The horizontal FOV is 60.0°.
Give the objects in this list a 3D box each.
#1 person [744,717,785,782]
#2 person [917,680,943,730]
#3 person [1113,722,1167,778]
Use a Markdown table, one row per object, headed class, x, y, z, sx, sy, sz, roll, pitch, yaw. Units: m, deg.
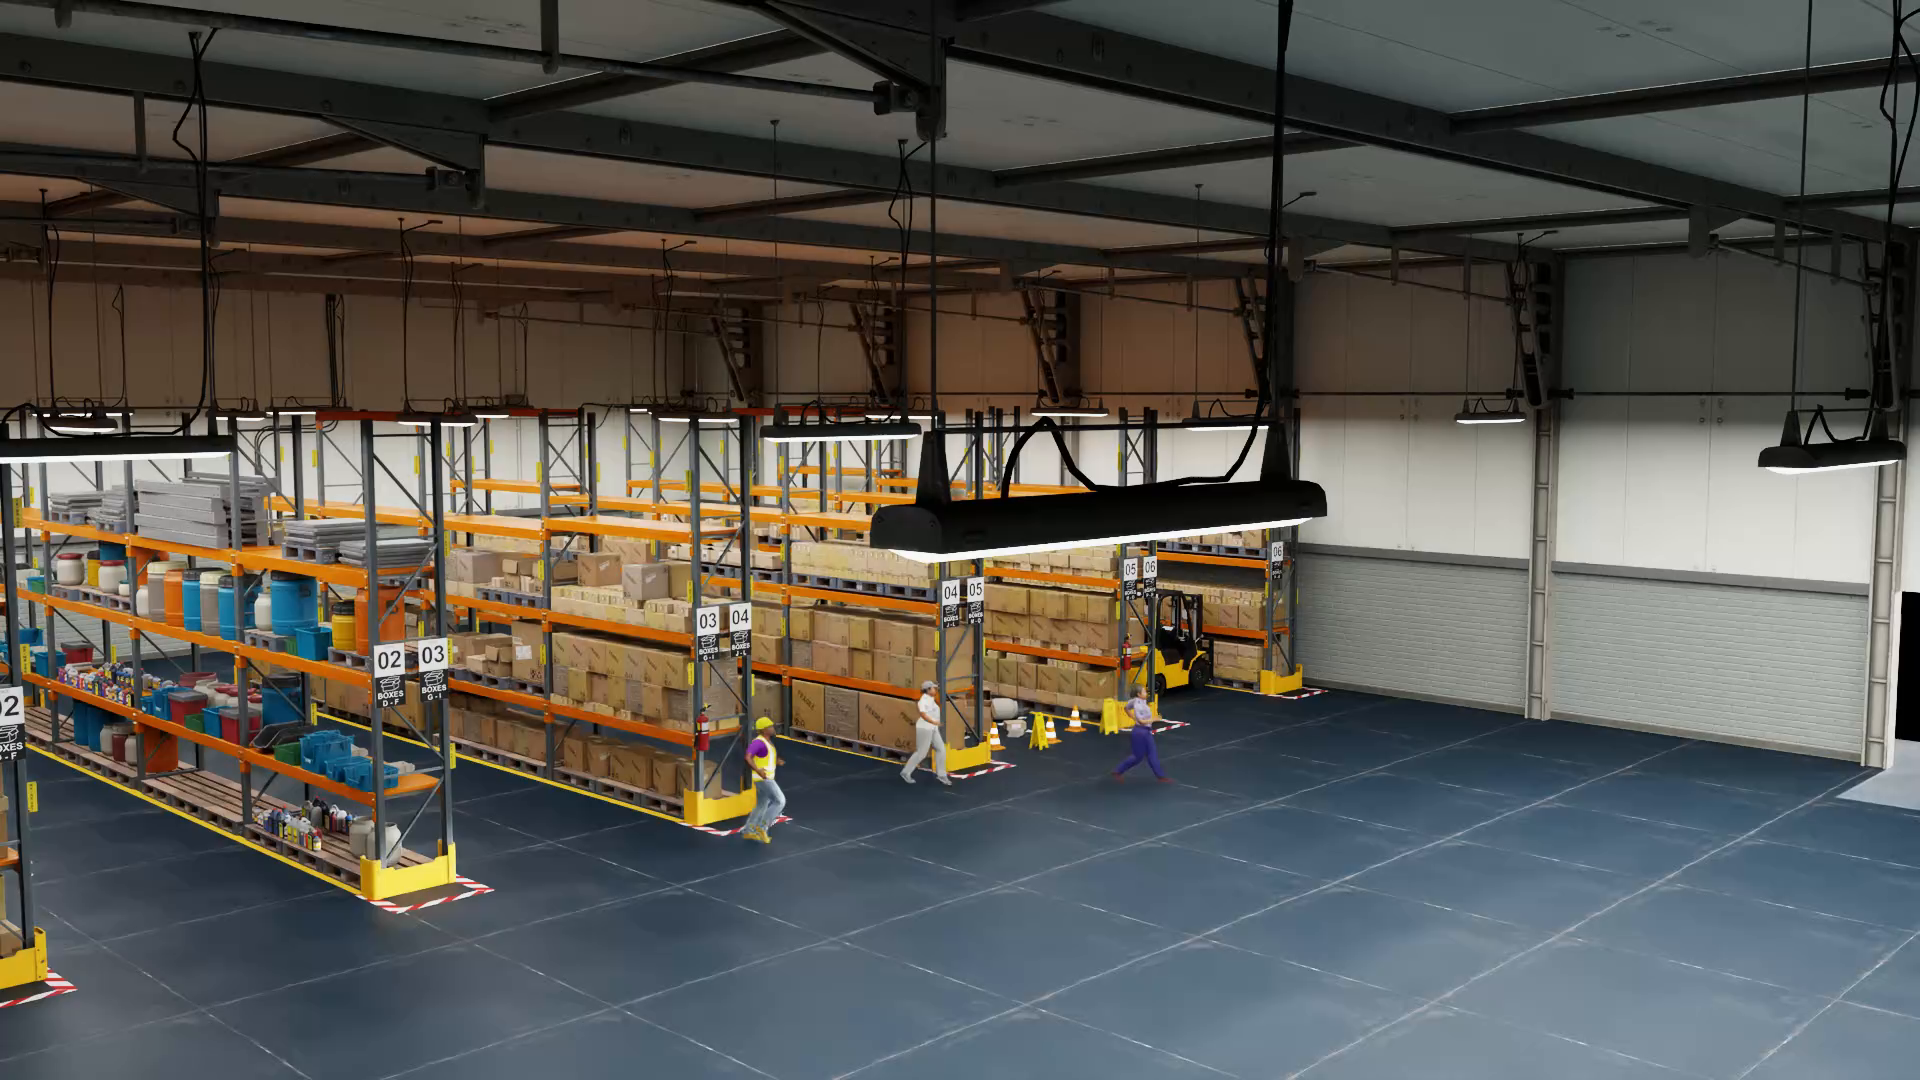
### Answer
| class | x | y | z | sx | sy | sz | roll | pitch | yaw |
| --- | --- | --- | --- | --- | --- | --- | --- | --- | --- |
| person | -2.747 | 2.937 | 23.453 | 0.543 | 0.874 | 0.725 | 0 | 5 | -3 |
| person | -0.505 | 2.721 | 26.974 | 0.517 | 0.856 | 0.660 | 1 | 5 | 10 |
| person | 2.899 | 3.394 | 26.742 | 0.857 | 0.911 | 0.412 | 1 | 5 | 7 |
